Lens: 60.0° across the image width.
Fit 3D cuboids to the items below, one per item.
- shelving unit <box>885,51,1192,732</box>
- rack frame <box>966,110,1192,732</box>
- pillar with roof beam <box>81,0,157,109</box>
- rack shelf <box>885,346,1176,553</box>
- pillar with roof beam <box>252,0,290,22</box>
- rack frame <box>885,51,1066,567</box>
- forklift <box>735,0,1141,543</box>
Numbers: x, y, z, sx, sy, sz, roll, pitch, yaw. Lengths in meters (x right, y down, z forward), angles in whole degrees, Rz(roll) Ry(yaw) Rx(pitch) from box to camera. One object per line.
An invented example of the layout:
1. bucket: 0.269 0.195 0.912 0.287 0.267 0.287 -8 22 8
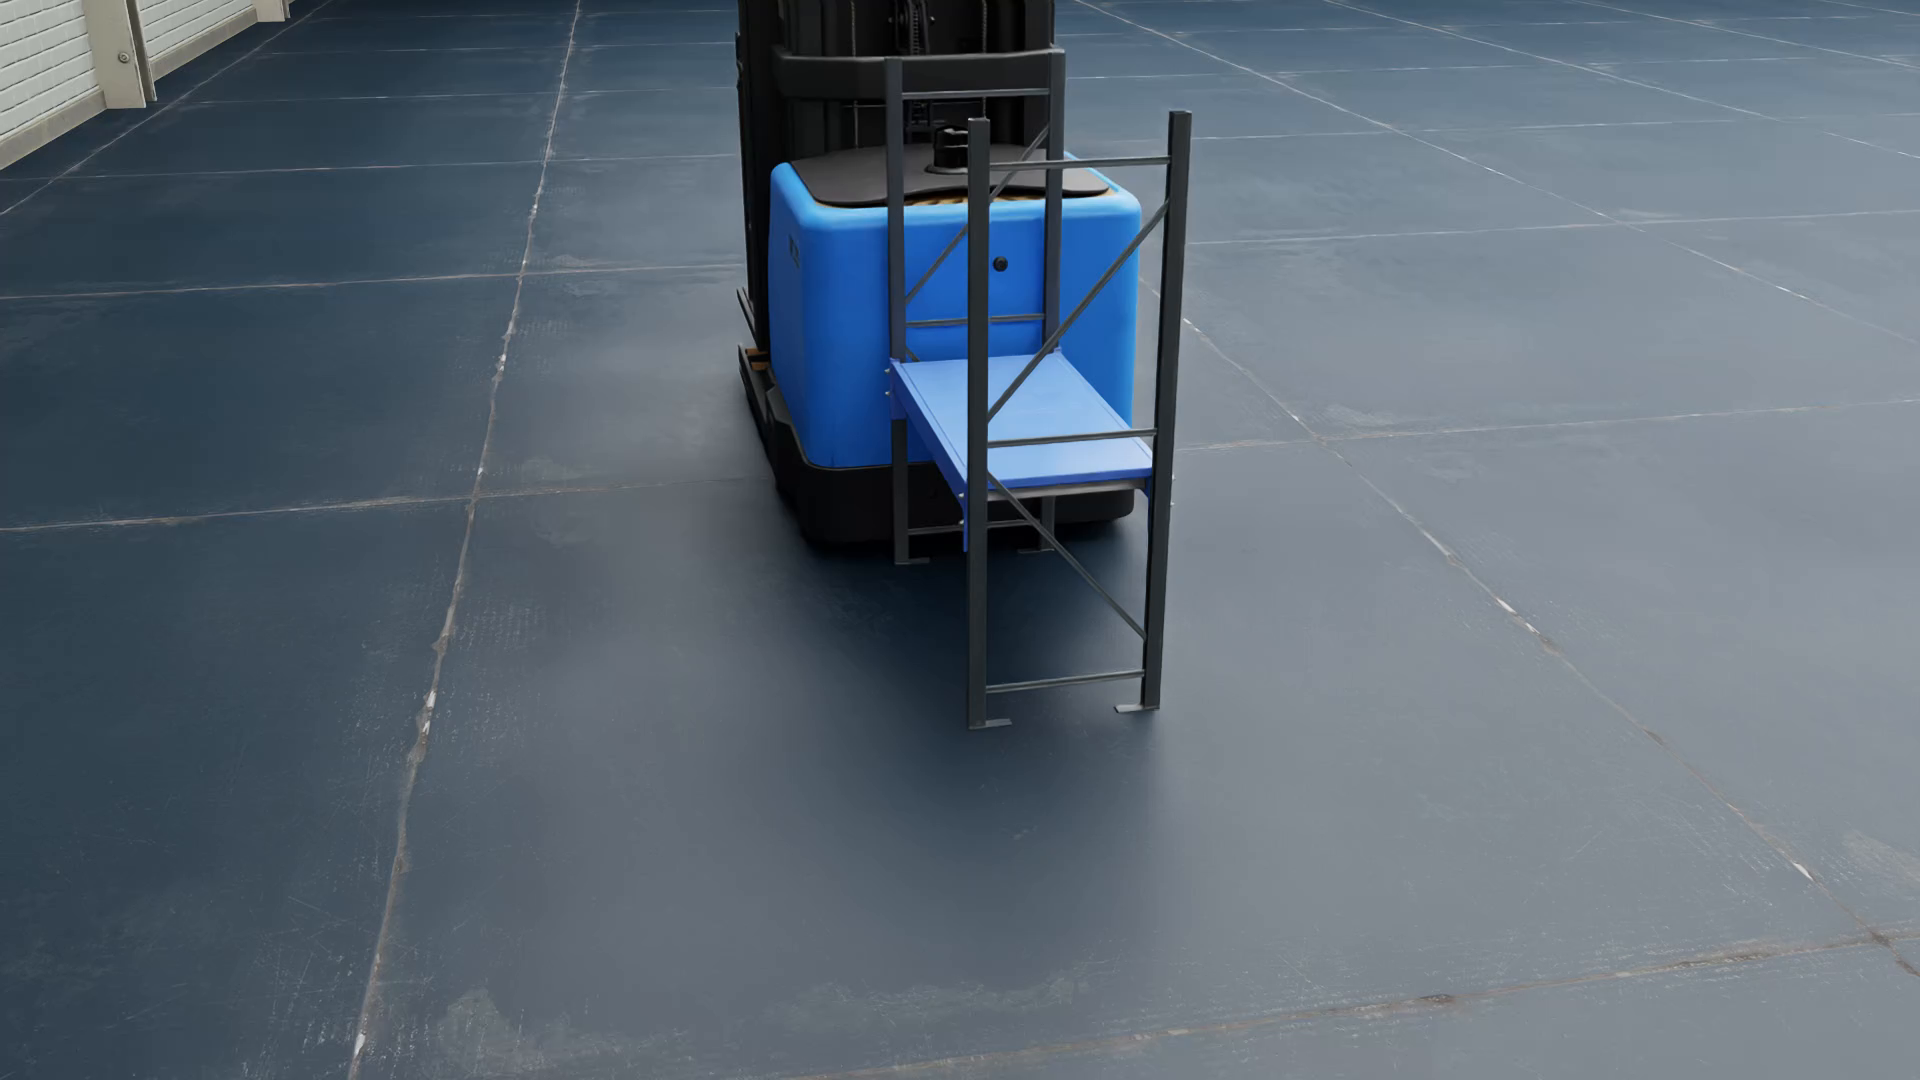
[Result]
1. shelving unit: 0.153 -0.435 4.372 0.538 1.500 1.048 -5 24 -11
2. rack frame: 0.263 -0.237 3.918 0.500 1.500 0.032 -5 24 -11
3. pillar with roof beam: -2.318 -7.880 12.049 9.100 9.000 0.400 -4 24 -10
4. rack shelf: 0.153 -0.270 4.444 0.538 0.185 1.000 -5 24 -11
5. pillar with roof beam: -3.428 -10.240 17.453 9.100 9.000 0.400 -4 24 -10
6. rack frame: 0.043 -0.634 4.827 0.500 1.500 0.032 -5 24 -11
7. forklift: -0.266 -1.896 5.928 1.130 2.935 3.031 -5 24 -11
